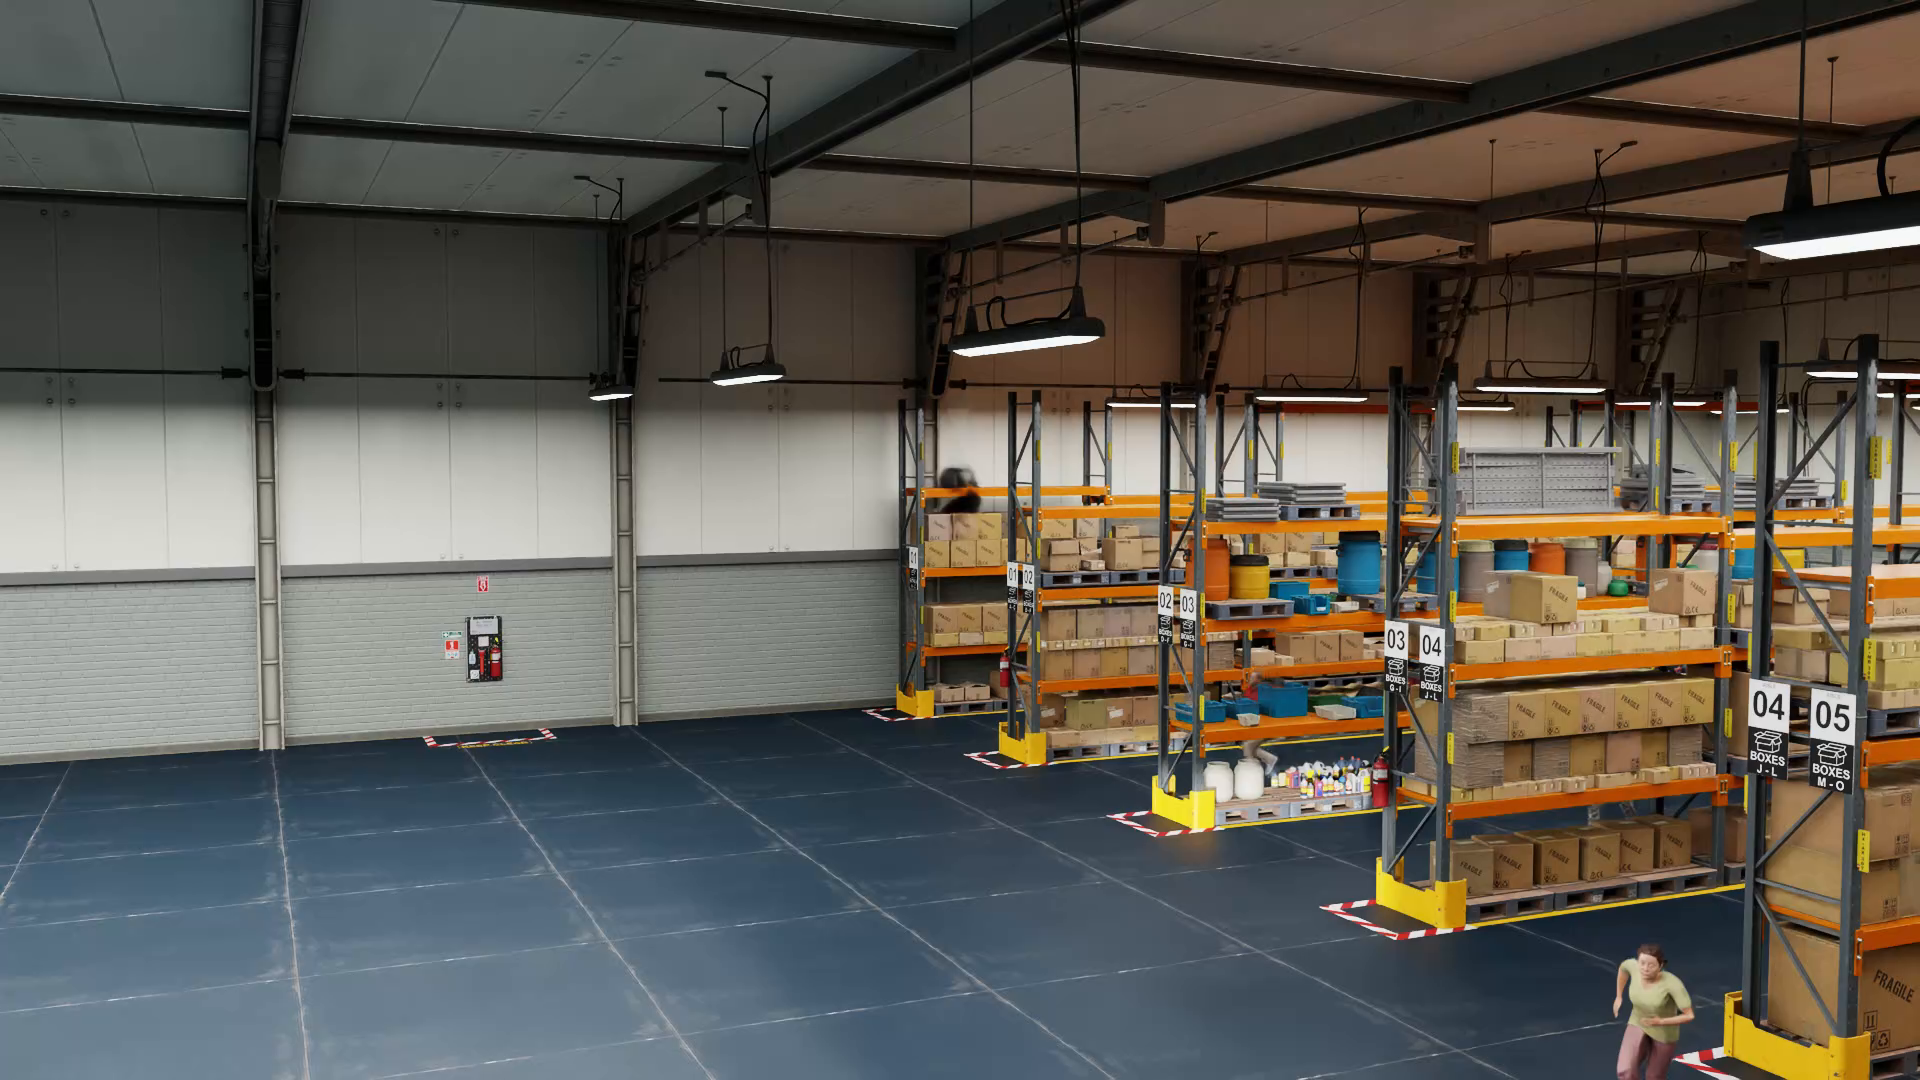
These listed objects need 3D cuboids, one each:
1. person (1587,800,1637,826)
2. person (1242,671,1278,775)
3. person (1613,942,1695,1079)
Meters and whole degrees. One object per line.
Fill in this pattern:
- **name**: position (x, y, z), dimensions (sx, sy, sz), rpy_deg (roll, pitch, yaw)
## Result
- **person**: position (8.491, 2.996, 21.694), dimensions (0.804, 1.846, 0.670), rpy_deg (-2, 4, -29)
- **person**: position (4.519, 2.830, 25.223), dimensions (0.817, 1.698, 0.676), rpy_deg (-2, 4, -25)
- **person**: position (5.180, 3.676, 12.381), dimensions (0.621, 1.541, 0.908), rpy_deg (2, 4, 36)
